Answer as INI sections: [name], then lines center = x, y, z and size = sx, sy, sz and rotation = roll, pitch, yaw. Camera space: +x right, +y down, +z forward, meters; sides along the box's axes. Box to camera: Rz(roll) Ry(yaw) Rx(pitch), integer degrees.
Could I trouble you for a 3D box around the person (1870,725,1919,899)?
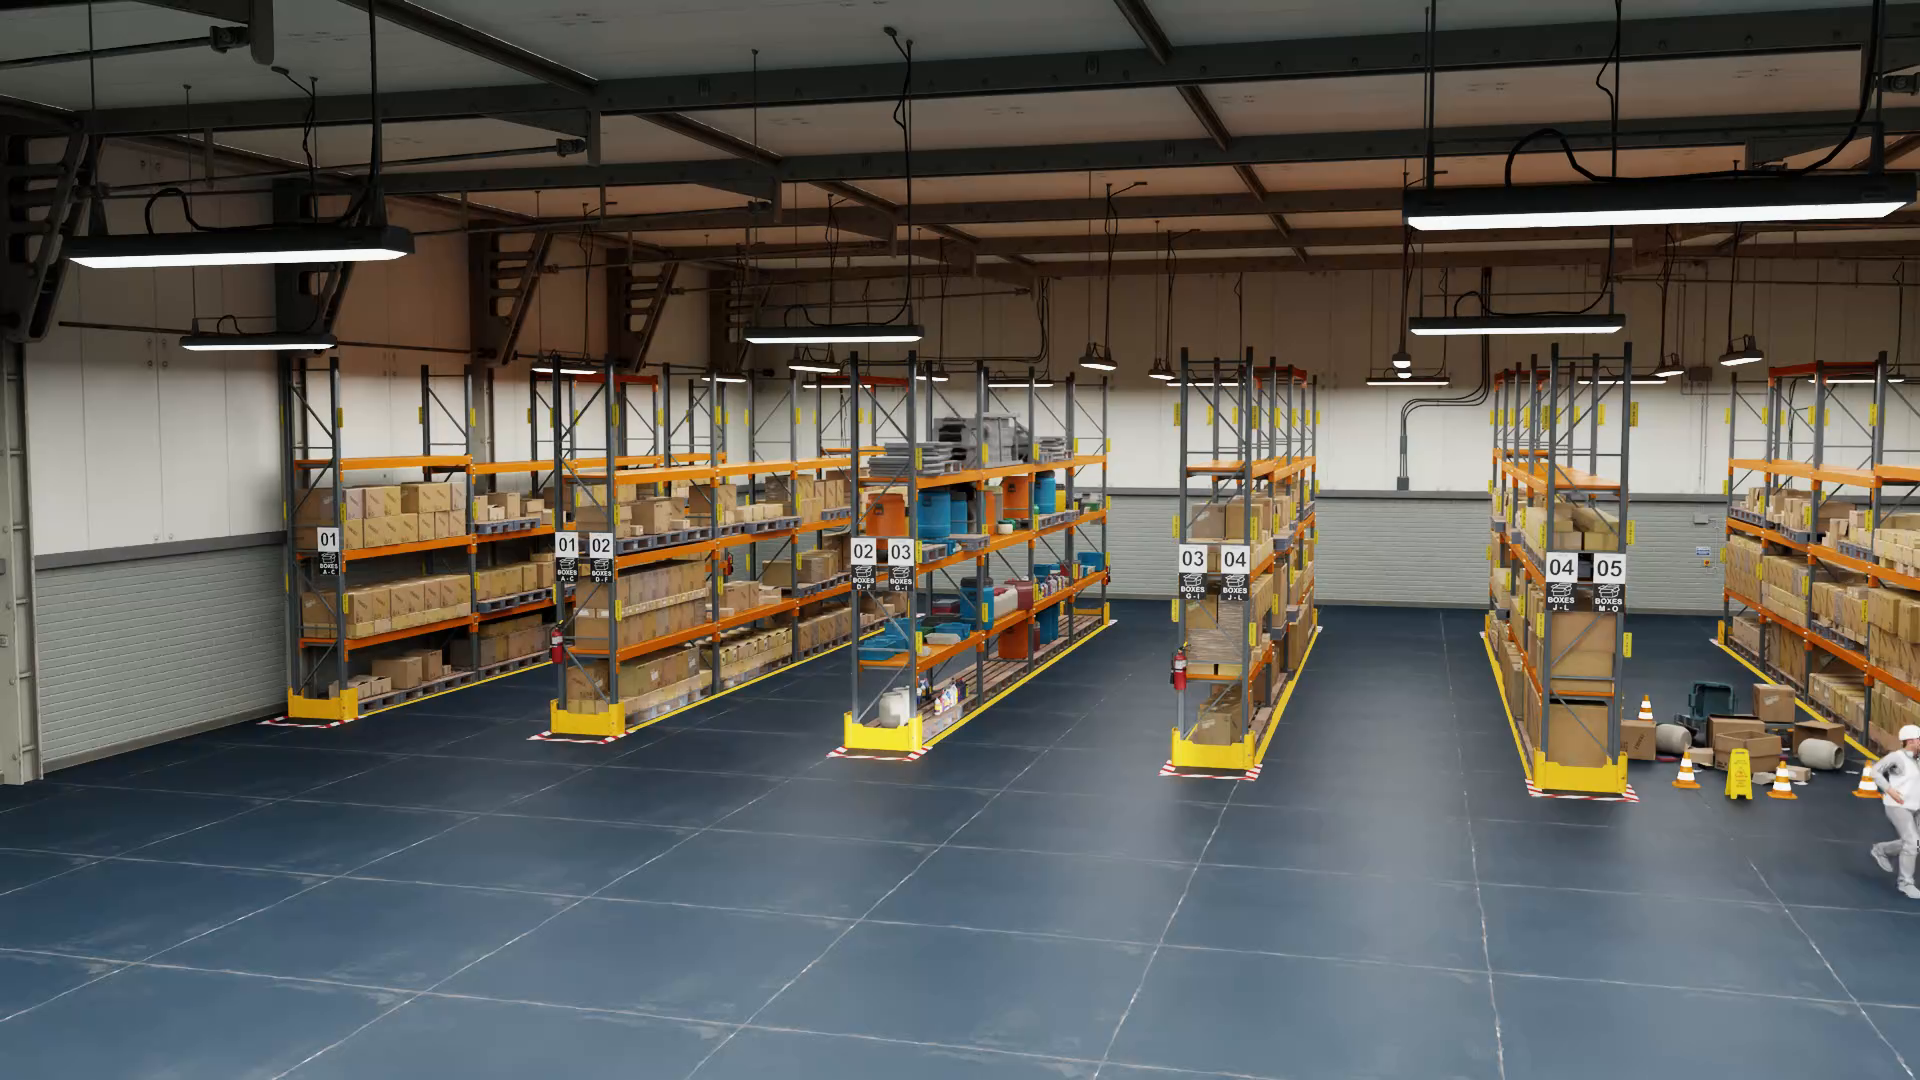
[person]
center = 10.109, 2.846, 17.762
size = 0.680, 1.752, 0.880
rotation = -2, 5, -22
